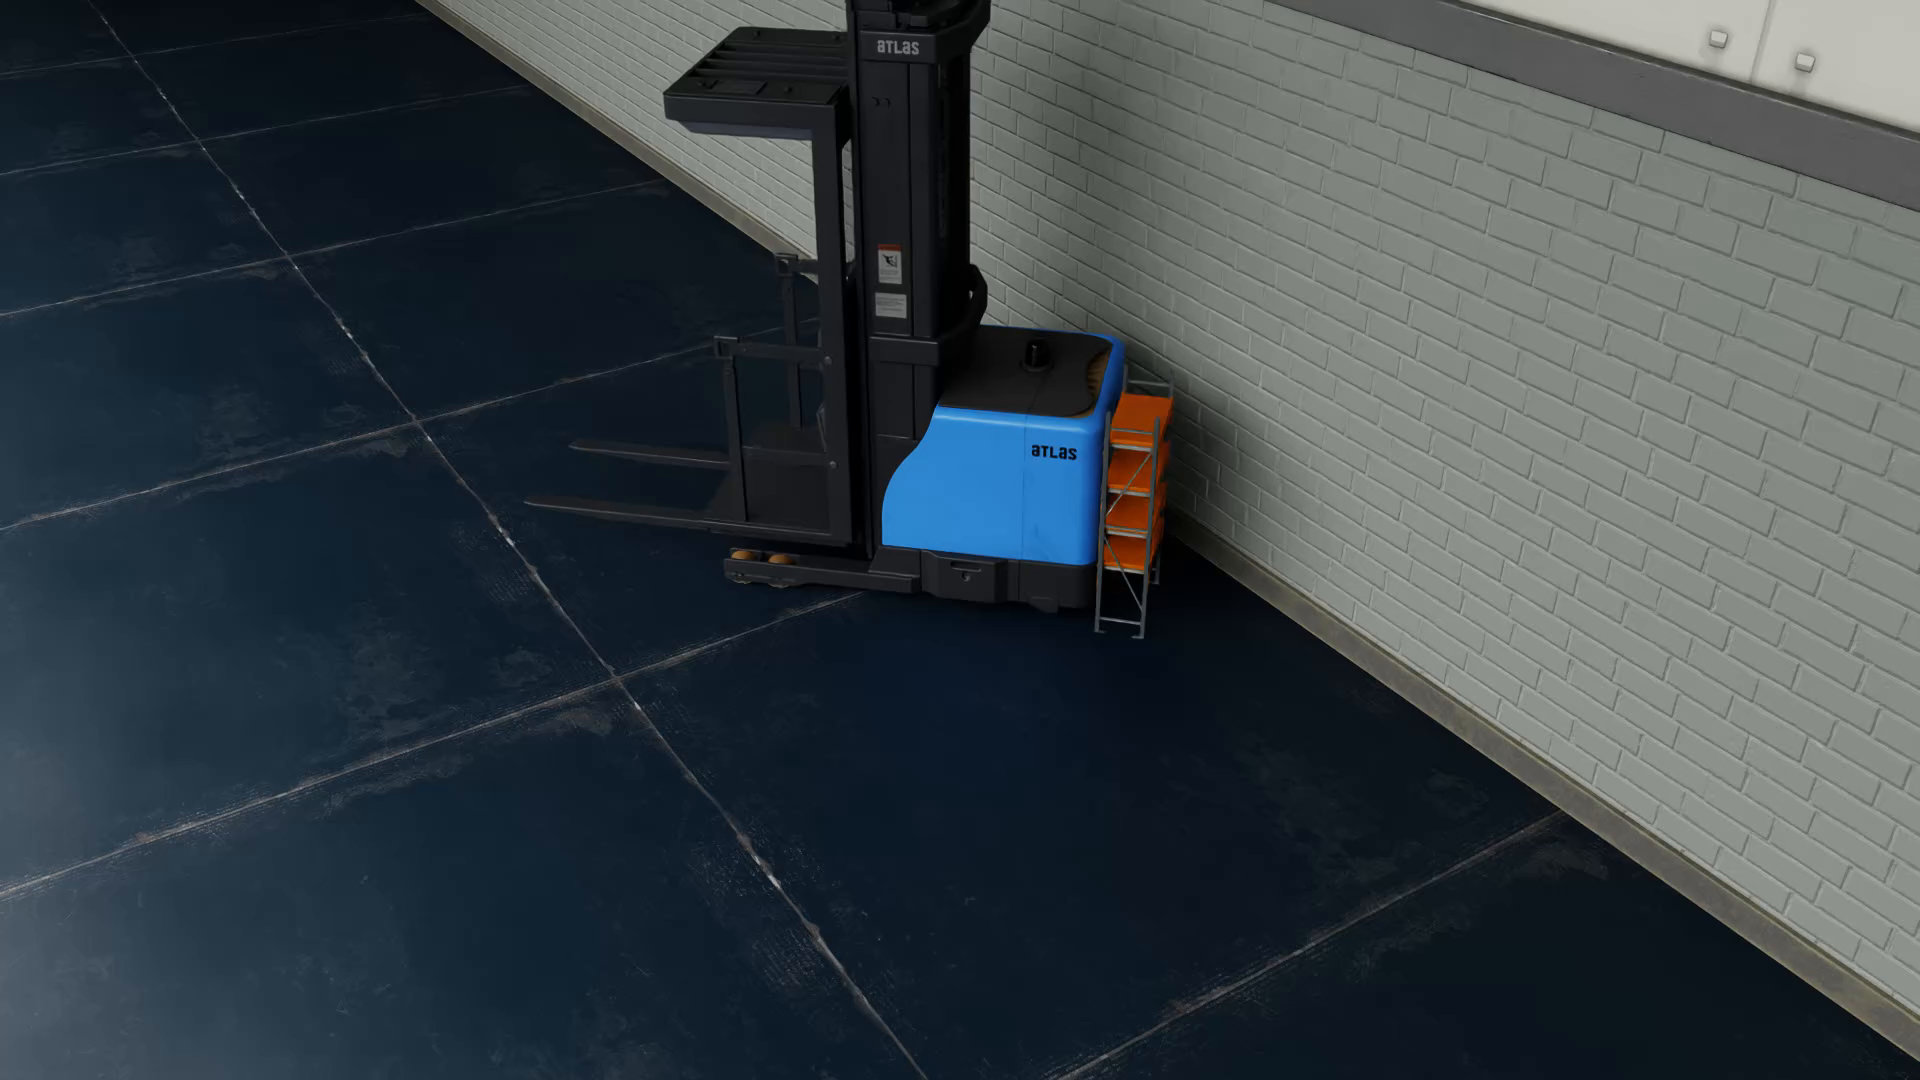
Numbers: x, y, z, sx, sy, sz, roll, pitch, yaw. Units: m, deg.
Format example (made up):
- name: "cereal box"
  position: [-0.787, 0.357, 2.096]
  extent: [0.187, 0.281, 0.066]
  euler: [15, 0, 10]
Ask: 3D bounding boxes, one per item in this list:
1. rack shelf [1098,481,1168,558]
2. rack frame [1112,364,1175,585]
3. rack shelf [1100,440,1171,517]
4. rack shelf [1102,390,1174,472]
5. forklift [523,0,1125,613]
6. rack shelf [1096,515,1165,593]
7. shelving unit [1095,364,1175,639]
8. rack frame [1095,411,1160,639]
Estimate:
- name: "rack shelf"
  position: [0.828, -0.119, 7.940]
  extent: [0.258, 0.148, 0.480]
  euler: [8, 33, 12]
- name: "rack frame"
  position: [0.888, -0.302, 8.104]
  extent: [0.240, 1.200, 0.015]
  euler: [8, 33, 12]
- name: "rack shelf"
  position: [0.828, -0.308, 7.821]
  extent: [0.258, 0.148, 0.480]
  euler: [8, 33, 12]
- name: "rack shelf"
  position: [0.828, -0.508, 7.695]
  extent: [0.258, 0.148, 0.480]
  euler: [8, 33, 12]
- name: "forklift"
  position: [-0.724, -1.267, 8.011]
  extent: [3.031, 2.935, 1.130]
  euler: [6, 33, 9]
- name: "rack shelf"
  position: [0.828, 0.049, 8.046]
  extent: [0.258, 0.148, 0.480]
  euler: [8, 33, 12]
- name: "shelving unit"
  position: [0.828, -0.176, 7.904]
  extent: [0.258, 1.200, 0.503]
  euler: [8, 33, 12]
- name: "rack frame"
  position: [0.769, -0.050, 7.704]
  extent: [0.240, 1.200, 0.015]
  euler: [8, 33, 12]
